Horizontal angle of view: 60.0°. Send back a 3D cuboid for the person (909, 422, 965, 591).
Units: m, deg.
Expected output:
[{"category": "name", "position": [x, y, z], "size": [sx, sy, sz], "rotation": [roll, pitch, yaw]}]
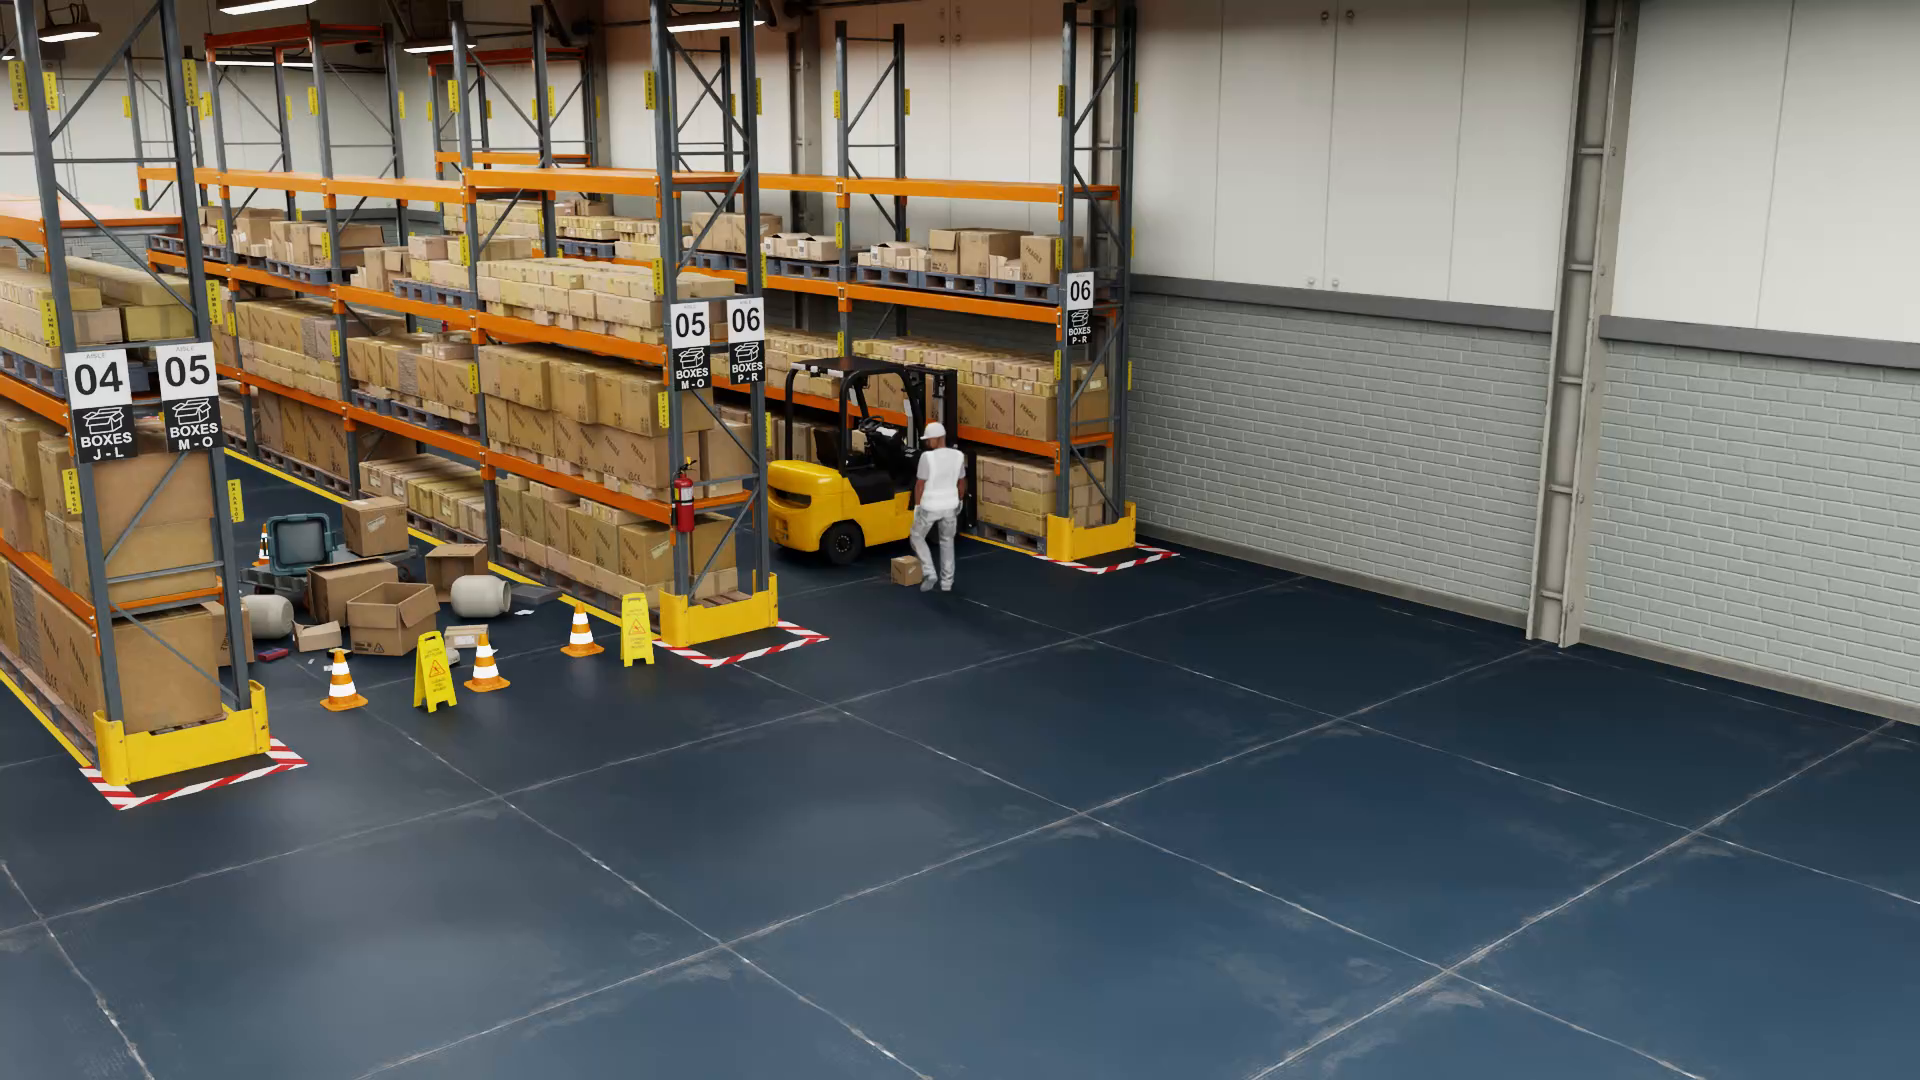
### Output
[{"category": "person", "position": [-0.211, -0.339, 17.230], "size": [0.622, 1.779, 0.496], "rotation": [-6, 15, -22]}]
